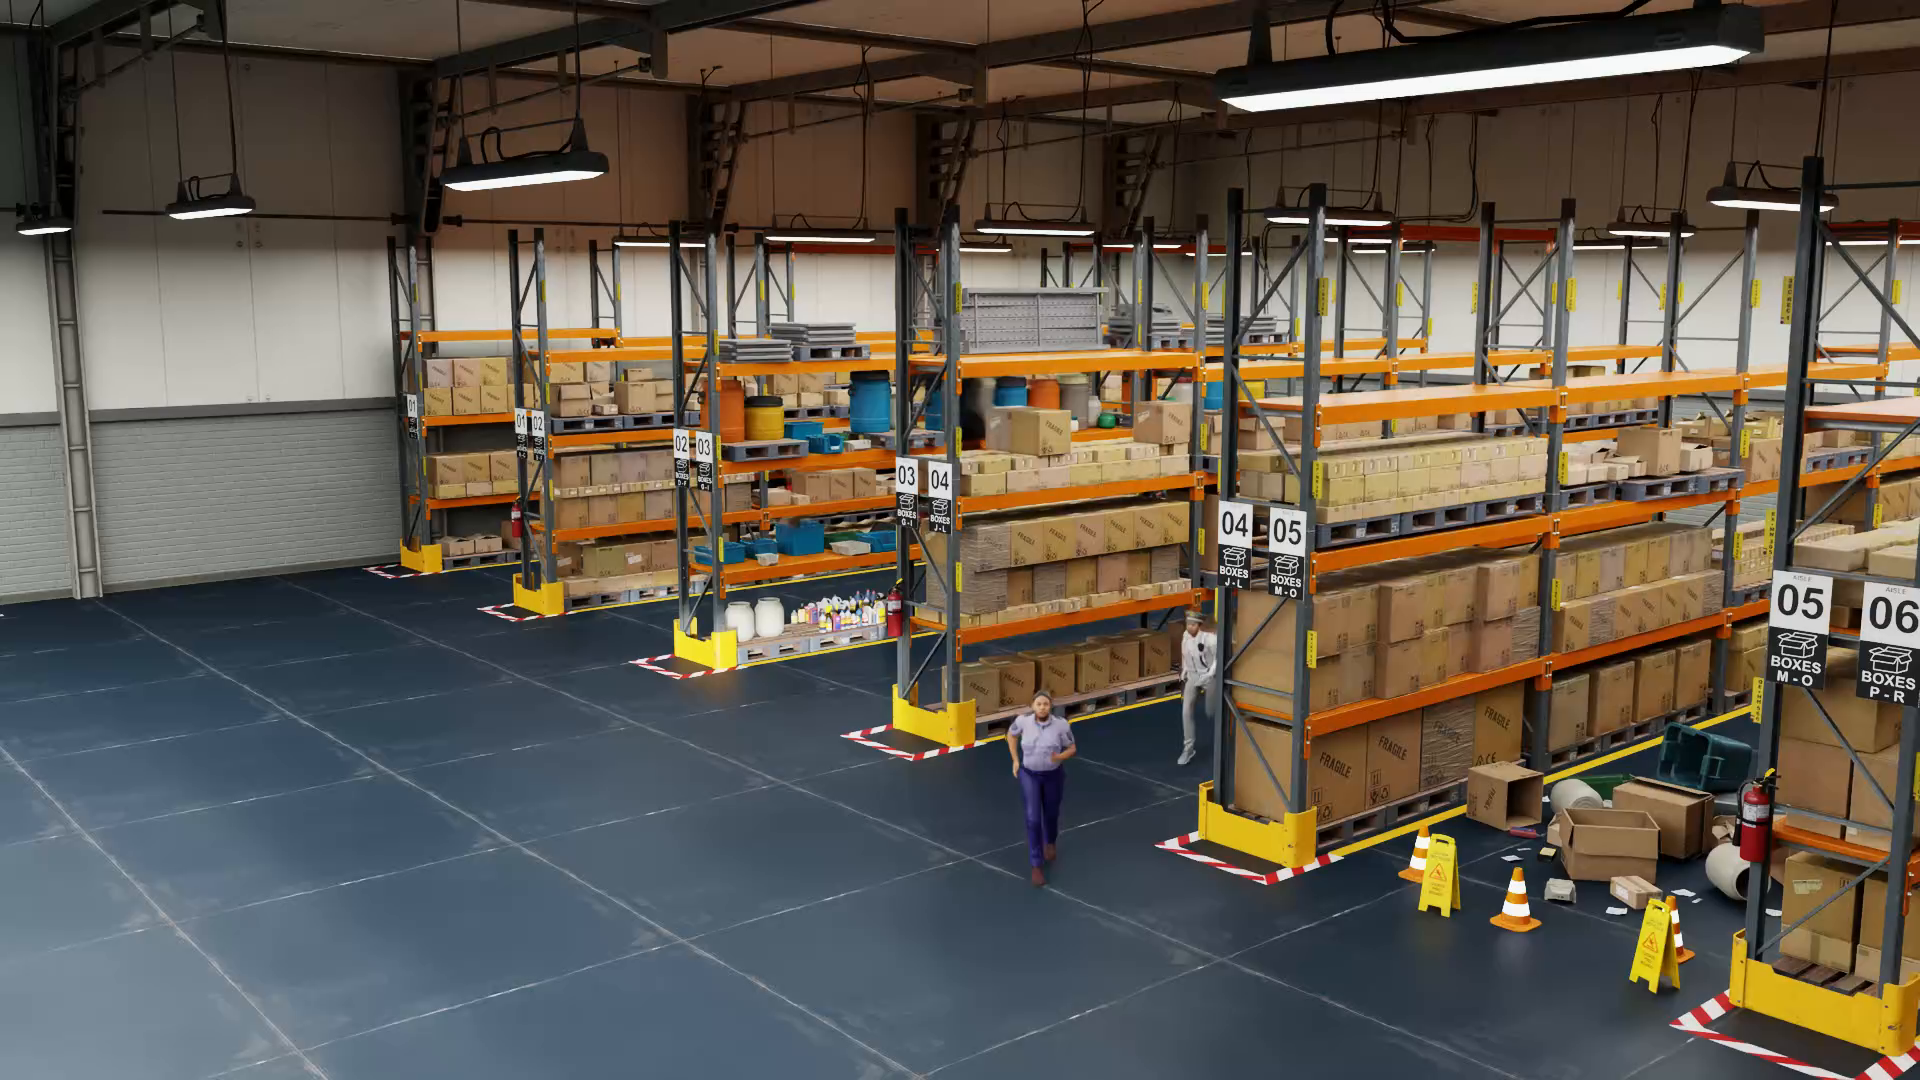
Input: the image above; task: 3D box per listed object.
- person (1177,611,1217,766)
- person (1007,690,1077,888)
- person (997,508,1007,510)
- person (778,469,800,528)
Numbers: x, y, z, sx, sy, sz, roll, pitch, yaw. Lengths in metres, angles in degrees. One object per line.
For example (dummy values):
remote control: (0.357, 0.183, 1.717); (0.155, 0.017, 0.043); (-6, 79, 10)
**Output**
person: (2.687, 1.566, 18.297); (0.618, 1.681, 1.037); (7, 11, 37)
person: (0.717, 2.121, 14.645); (0.610, 1.673, 0.838); (0, 9, 3)
person: (0.845, -0.353, 30.139); (0.750, 1.531, 0.654); (-7, 11, -40)
person: (-3.214, -0.522, 31.722); (0.579, 1.688, 0.665); (-6, 11, -33)
